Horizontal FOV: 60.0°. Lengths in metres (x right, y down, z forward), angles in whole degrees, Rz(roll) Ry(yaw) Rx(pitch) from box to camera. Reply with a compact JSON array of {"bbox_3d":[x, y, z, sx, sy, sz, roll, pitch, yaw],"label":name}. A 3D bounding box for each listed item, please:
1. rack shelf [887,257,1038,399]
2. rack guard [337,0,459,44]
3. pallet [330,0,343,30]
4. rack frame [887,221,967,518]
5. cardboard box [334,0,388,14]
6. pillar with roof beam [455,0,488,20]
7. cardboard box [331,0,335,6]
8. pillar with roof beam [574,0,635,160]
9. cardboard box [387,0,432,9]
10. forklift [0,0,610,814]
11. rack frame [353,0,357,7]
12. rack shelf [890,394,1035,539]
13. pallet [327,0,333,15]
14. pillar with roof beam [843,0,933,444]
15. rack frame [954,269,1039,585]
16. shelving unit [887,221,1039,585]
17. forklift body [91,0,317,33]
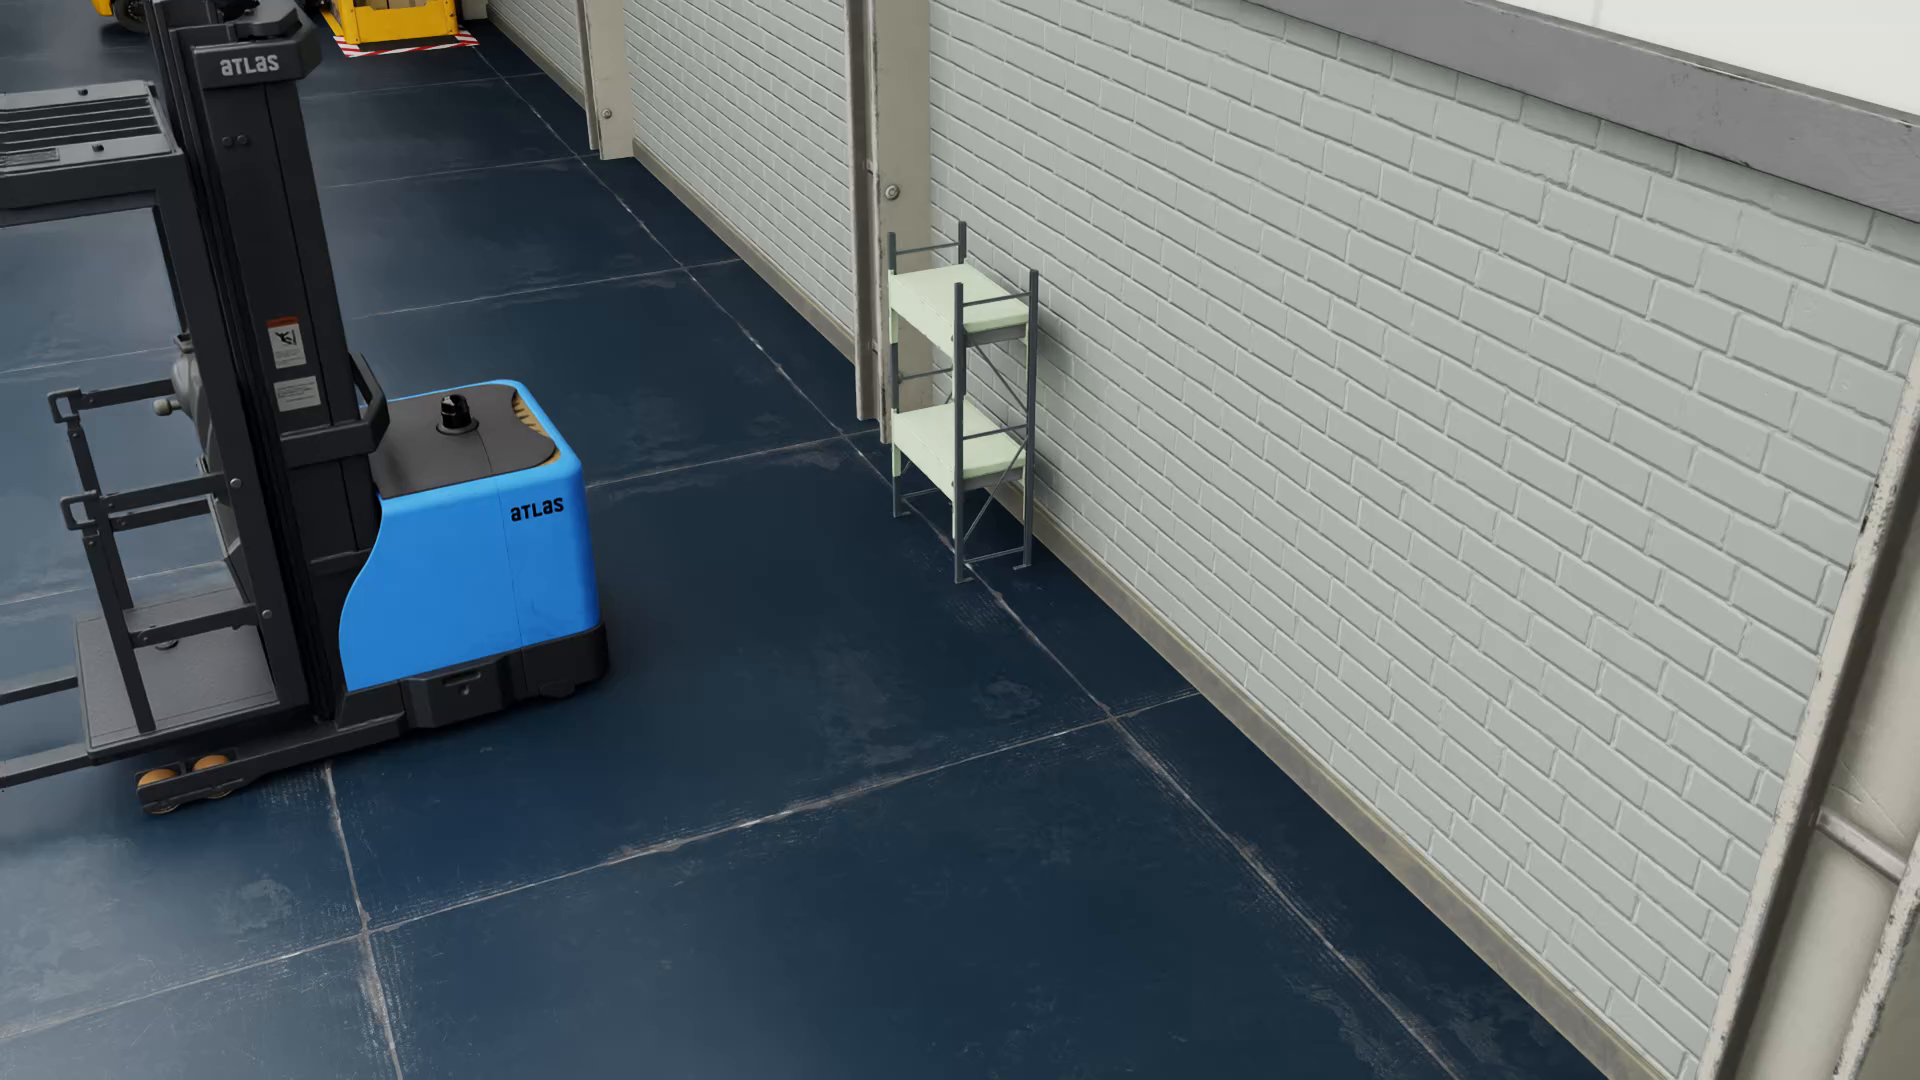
[{"bbox_3d":[0.003,-0.992,7.687,0.431,0.370,0.720,-13,32,-22],"label":"rack shelf"},{"bbox_3d":[-6.024,-5.660,17.833,1.175,0.500,0.348,-13,32,-22],"label":"rack guard"},{"bbox_3d":[-6.400,-5.874,18.509,1.003,0.211,1.213,-13,32,-22],"label":"pallet"},{"bbox_3d":[-0.154,-0.813,8.166,0.400,1.500,0.023,-13,32,-22],"label":"rack frame"},{"bbox_3d":[-6.521,-5.886,18.062,0.500,0.250,0.500,-13,32,-22],"label":"cardboard box"},{"bbox_3d":[-9.407,-8.971,15.047,9.100,9.000,0.400,-13,32,-22],"label":"pillar with roof beam"},{"bbox_3d":[-6.726,-6.108,18.458,0.500,0.250,0.500,-13,32,-22],"label":"cardboard box"},{"bbox_3d":[-6.831,-6.320,10.321,9.100,9.000,0.400,-13,32,-22],"label":"pillar with roof beam"},{"bbox_3d":[-6.068,-6.003,18.271,0.500,0.250,0.500,-13,32,-22],"label":"cardboard box"},{"bbox_3d":[-3.047,-0.526,6.191,3.031,2.935,1.130,-15,32,-24],"label":"forklift"},{"bbox_3d":[-6.034,-6.761,17.241,1.000,3.000,0.127,-13,32,-22],"label":"rack frame"},{"bbox_3d":[0.003,-0.367,8.037,0.431,0.370,0.720,-13,32,-22],"label":"rack shelf"},{"bbox_3d":[-6.920,-6.412,19.469,1.003,0.211,1.213,-13,32,-22],"label":"pallet"},{"bbox_3d":[-4.255,-3.670,5.594,9.100,9.000,0.400,-13,32,-22],"label":"pillar with roof beam"},{"bbox_3d":[0.160,-0.490,7.590,0.400,1.500,0.023,-13,32,-22],"label":"rack frame"},{"bbox_3d":[0.003,-0.651,7.878,0.431,1.500,0.755,-13,32,-22],"label":"shelving unit"},{"bbox_3d":[-8.496,-6.846,18.259,2.313,2.155,1.214,-13,32,-22],"label":"forklift body"}]
